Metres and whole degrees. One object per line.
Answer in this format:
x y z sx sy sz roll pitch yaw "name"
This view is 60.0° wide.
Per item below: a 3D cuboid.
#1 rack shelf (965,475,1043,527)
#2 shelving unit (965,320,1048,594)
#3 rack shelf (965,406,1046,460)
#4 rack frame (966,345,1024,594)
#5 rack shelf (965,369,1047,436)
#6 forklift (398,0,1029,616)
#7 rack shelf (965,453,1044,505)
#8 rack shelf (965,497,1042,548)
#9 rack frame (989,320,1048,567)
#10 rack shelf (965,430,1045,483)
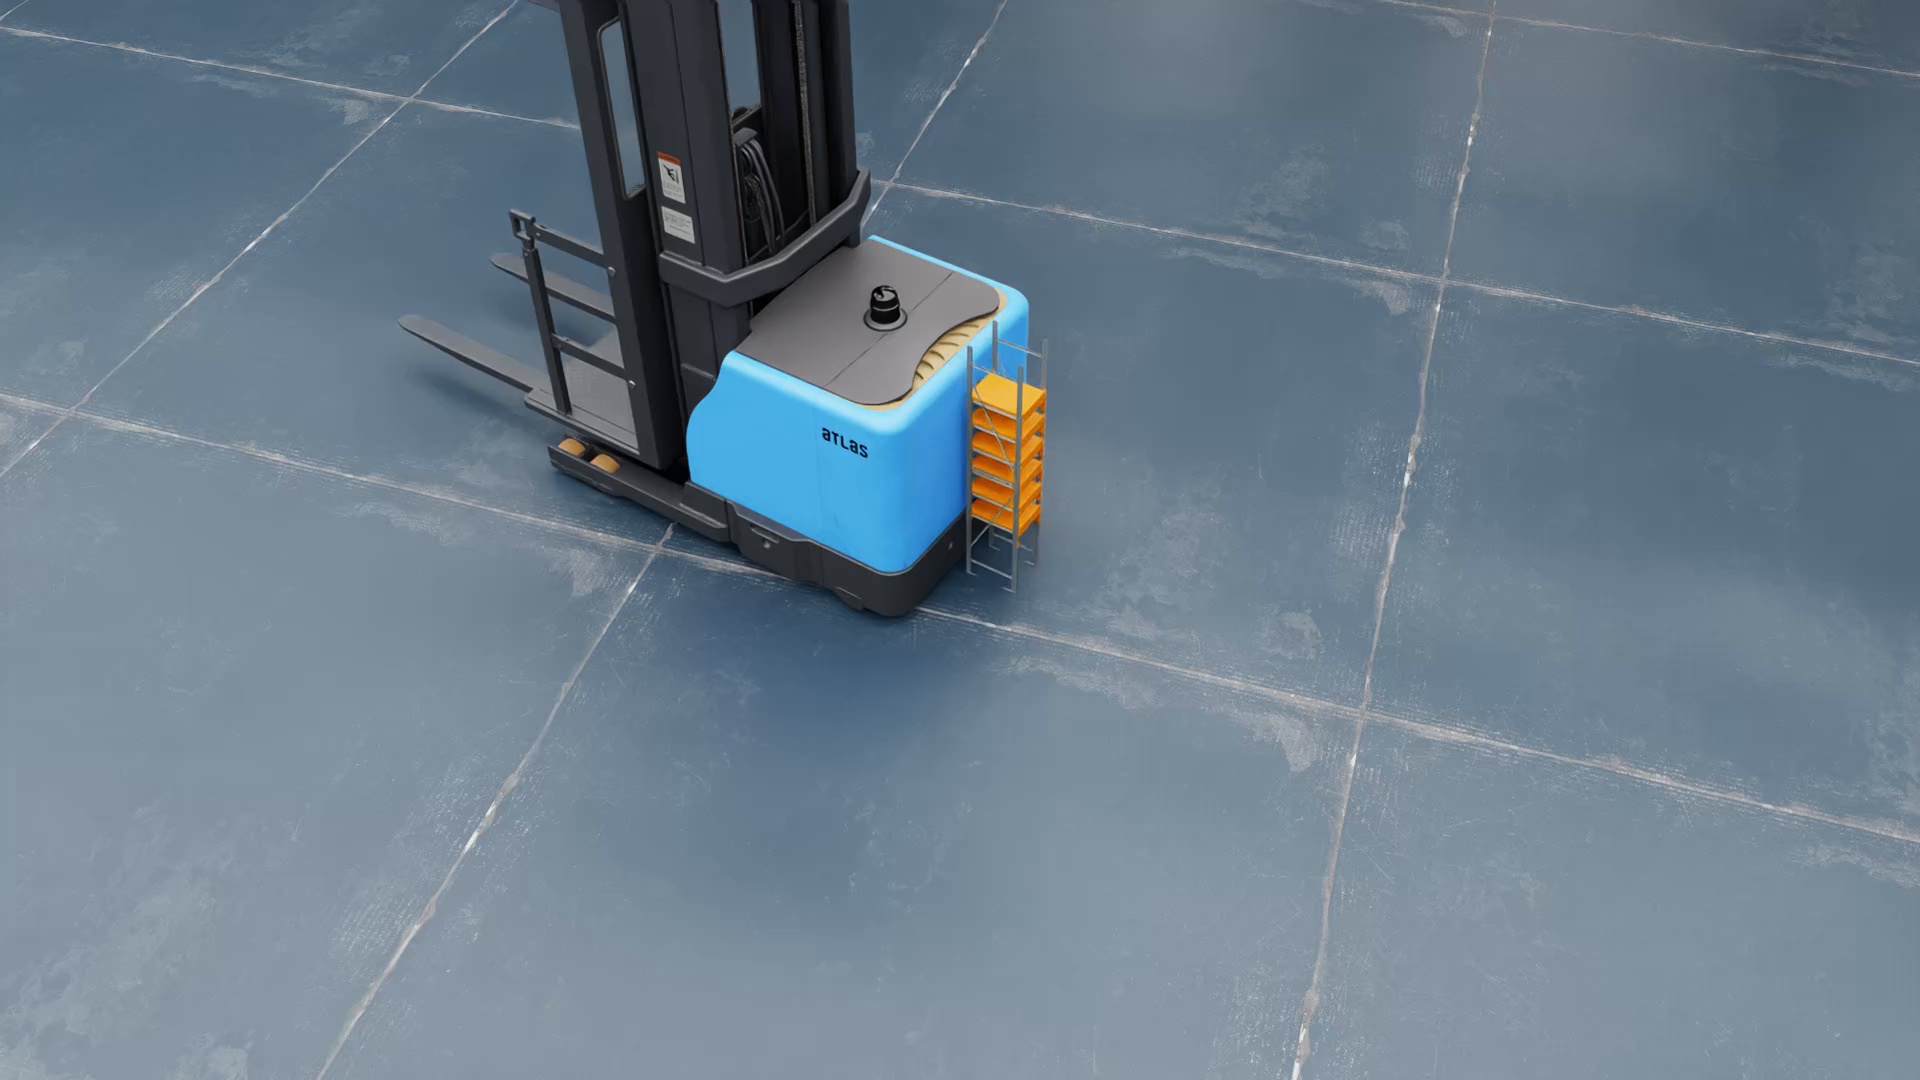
0.178 -0.187 6.717 0.258 0.103 0.180 24 49 22 "rack shelf"
0.178 -0.304 6.602 0.258 1.200 0.189 24 49 22 "shelving unit"
0.178 -0.444 6.465 0.258 0.103 0.180 24 49 22 "rack shelf"
0.129 -0.250 6.547 0.240 1.200 0.006 24 49 22 "rack frame"
0.178 -0.530 6.381 0.258 0.103 0.180 24 49 22 "rack shelf"
-1.224 -1.544 6.632 3.031 2.935 1.130 25 49 23 "forklift"
0.178 -0.273 6.633 0.258 0.103 0.180 24 49 22 "rack shelf"
0.178 -0.101 6.801 0.258 0.103 0.180 24 49 22 "rack shelf"
0.226 -0.359 6.658 0.240 1.200 0.006 24 49 22 "rack frame"
0.178 -0.358 6.549 0.258 0.103 0.180 24 49 22 "rack shelf"
